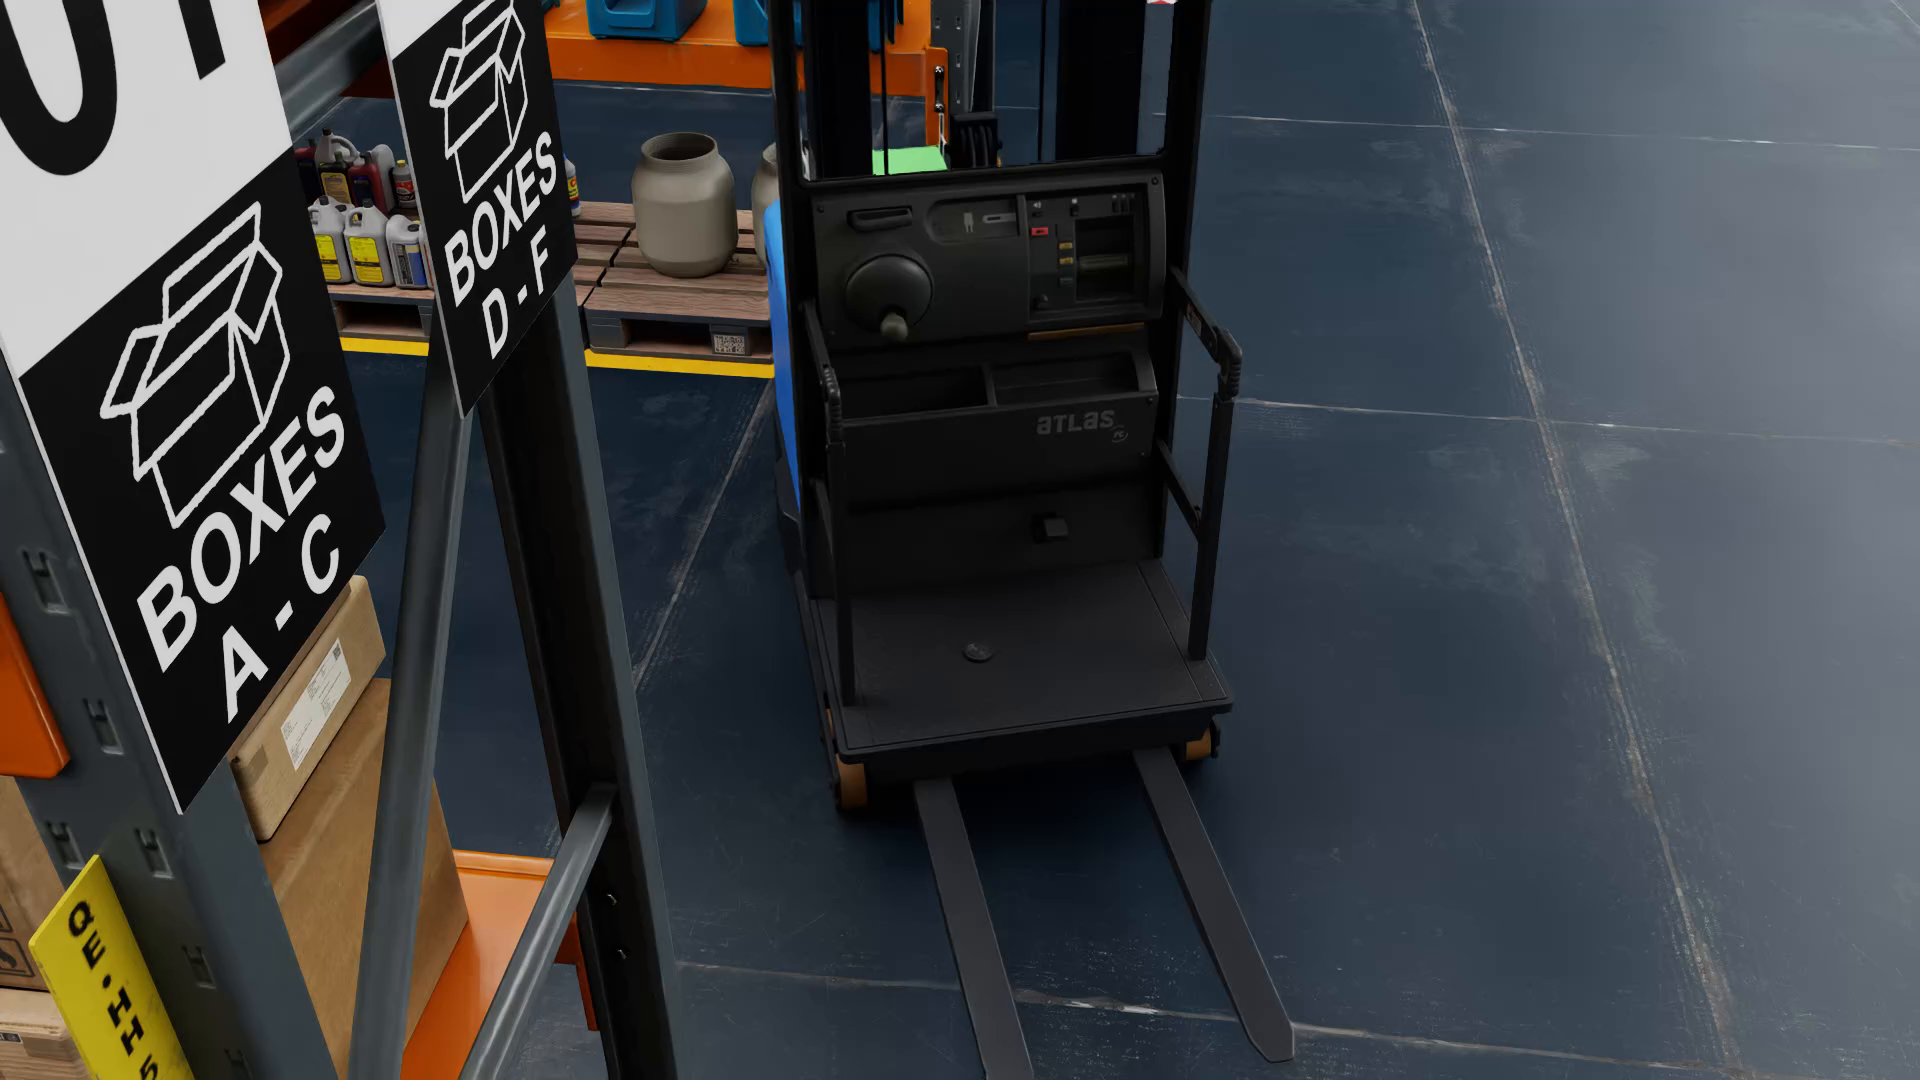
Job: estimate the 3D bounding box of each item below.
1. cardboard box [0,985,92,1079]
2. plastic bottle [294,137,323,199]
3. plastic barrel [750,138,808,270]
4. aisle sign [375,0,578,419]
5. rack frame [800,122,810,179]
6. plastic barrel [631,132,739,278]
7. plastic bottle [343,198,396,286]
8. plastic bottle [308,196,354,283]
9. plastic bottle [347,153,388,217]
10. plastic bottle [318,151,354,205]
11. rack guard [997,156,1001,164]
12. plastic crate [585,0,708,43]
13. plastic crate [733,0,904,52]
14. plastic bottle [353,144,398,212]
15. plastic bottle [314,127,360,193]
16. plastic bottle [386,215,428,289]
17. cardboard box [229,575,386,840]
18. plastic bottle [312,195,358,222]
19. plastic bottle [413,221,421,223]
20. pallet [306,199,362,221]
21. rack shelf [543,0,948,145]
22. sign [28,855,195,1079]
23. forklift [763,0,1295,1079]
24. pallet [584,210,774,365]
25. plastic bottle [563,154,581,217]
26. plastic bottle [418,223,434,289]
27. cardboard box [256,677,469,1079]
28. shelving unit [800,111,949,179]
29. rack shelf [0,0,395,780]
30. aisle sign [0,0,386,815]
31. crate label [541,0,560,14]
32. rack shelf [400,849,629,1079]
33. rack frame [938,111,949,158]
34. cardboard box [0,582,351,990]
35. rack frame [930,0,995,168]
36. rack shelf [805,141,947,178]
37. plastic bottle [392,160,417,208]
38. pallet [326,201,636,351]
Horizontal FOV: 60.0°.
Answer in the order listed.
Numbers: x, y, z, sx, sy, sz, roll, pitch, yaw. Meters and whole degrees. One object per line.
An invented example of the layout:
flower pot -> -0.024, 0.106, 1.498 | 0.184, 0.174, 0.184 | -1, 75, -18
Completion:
cardboard box -> -1.018, 0.443, 1.903 | 0.250, 0.149, 0.380 | 4, 36, 5
plastic bottle -> -2.915, -1.674, 7.472 | 0.133, 0.283, 0.061 | 7, 36, 9
plastic barrel -> -0.643, -1.351, 6.841 | 0.421, 0.512, 0.421 | 0, 36, 0
aisle sign -> -0.511, -0.564, 1.720 | 0.004, 0.787, 0.394 | 4, 36, 6
rack frame -> -0.523, -0.873, 5.940 | 0.015, 1.200, 0.240 | -7, 36, -10
plastic barrel -> -1.140, -1.388, 6.893 | 0.421, 0.512, 0.421 | 0, 36, 0
plastic bottle -> -2.407, -1.227, 6.788 | 0.185, 0.351, 0.144 | 6, 36, 8
plastic bottle -> -2.591, -1.241, 6.808 | 0.185, 0.351, 0.144 | 4, 36, 6
plastic bottle -> -2.614, -1.562, 7.316 | 0.133, 0.283, 0.061 | 4, 36, 6
plastic bottle -> -2.749, -1.577, 7.337 | 0.133, 0.283, 0.061 | 4, 36, 6
rack guard -> -0.062, -1.149, 6.930 | 0.348, 0.500, 1.175 | 4, 36, 6
plastic crate -> -1.158, -2.043, 6.159 | 0.408, 0.251, 0.499 | 4, 36, 6
plastic crate -> -0.515, -1.992, 6.087 | 0.616, 0.251, 0.499 | 4, 36, 6
plastic bottle -> -2.601, -1.620, 7.404 | 0.135, 0.276, 0.152 | 5, 36, 7
plastic bottle -> -2.761, -1.665, 7.403 | 0.185, 0.351, 0.144 | 4, 36, 6
plastic bottle -> -2.242, -1.186, 6.796 | 0.135, 0.276, 0.152 | 3, 36, 5
cardboard box -> -0.977, 0.208, 2.232 | 0.250, 0.149, 0.380 | 4, 36, 6
plastic bottle -> -2.597, -1.297, 6.952 | 0.135, 0.276, 0.152 | 4, 36, 6
plastic bottle -> -2.244, -1.229, 6.921 | 0.097, 0.201, 0.097 | 0, 36, 0
pallet -> -3.287, -1.275, 7.355 | 1.213, 0.211, 1.003 | 4, 36, 6
rack shelf -> -1.964, -2.043, 6.650 | 4.000, 0.370, 1.077 | 4, 36, 6
sign -> -0.698, 0.410, 1.393 | 0.005, 0.325, 0.100 | 4, 36, 6
forklift -> 0.128, -0.672, 4.168 | 1.130, 2.935, 3.031 | -7, 36, -9
pallet -> -0.867, -1.095, 7.102 | 1.213, 0.211, 1.003 | 4, 36, 6
plastic bottle -> -1.739, -1.570, 7.338 | 0.097, 0.271, 0.097 | 0, 36, 0
plastic bottle -> -2.104, -1.176, 6.782 | 0.135, 0.276, 0.152 | 5, 36, 6
cardboard box -> -1.076, 0.583, 2.265 | 0.500, 0.500, 0.700 | 4, 36, 6
shelving unit -> -0.284, -0.902, 5.981 | 0.503, 1.200, 0.258 | -7, 36, -10
rack shelf -> -2.599, -0.410, 1.780 | 4.000, 0.370, 1.077 | 4, 36, 6
aisle sign -> -0.587, -0.218, 1.236 | 0.004, 0.787, 0.394 | 4, 36, 6
crate label -> -1.840, -2.183, 6.196 | 0.616, 0.435, 0.502 | 4, 36, 6
rack shelf -> -2.599, 0.811, 2.651 | 4.000, 0.370, 1.077 | 4, 36, 6
rack frame -> -0.045, -0.931, 6.022 | 0.015, 1.200, 0.240 | -7, 36, -10
cardboard box -> -1.129, 0.051, 1.893 | 0.500, 0.500, 0.700 | 4, 36, 6
rack frame -> 0.020, -2.188, 6.234 | 0.127, 3.000, 1.000 | 4, 36, 6
rack shelf -> -0.284, -1.241, 5.739 | 0.480, 0.148, 0.258 | -7, 36, -10
plastic bottle -> -2.480, -1.597, 7.436 | 0.097, 0.201, 0.097 | 0, 36, 0
pallet -> -2.073, -1.186, 7.231 | 1.213, 0.211, 1.003 | 4, 36, 6
